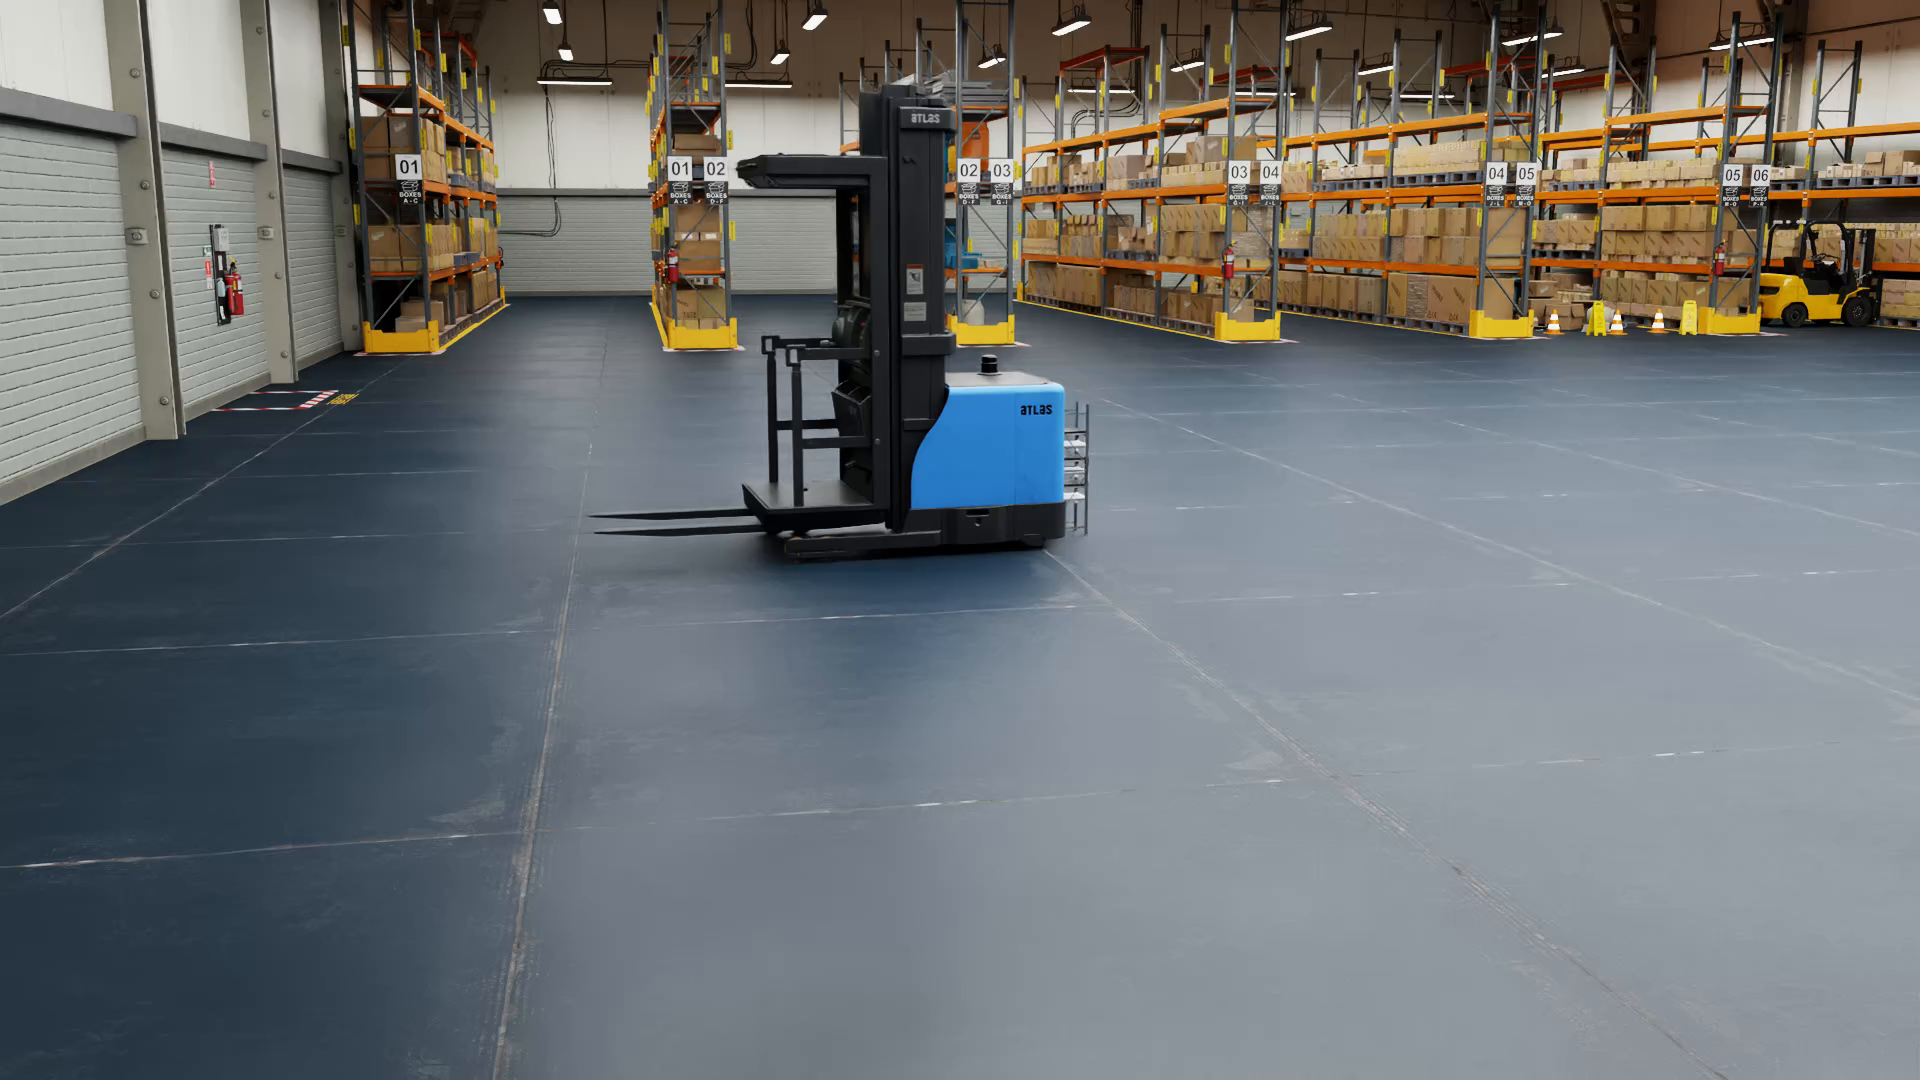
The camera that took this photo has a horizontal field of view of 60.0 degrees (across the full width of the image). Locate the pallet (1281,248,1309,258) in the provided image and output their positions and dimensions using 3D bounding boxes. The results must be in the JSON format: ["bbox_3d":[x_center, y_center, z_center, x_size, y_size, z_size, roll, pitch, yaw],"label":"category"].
[{"bbox_3d":[8.376,-6.807,39.452,1.213,0.211,1.003,-2,11,-11],"label":"pallet"}]

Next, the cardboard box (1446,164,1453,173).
[{"bbox_3d":[9.580,-7.148,31.990,0.380,0.149,0.250,-2,11,-12],"label":"cardboard box"}]

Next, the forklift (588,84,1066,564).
[{"bbox_3d":[-0.882,-1.401,10.719,3.031,2.935,1.130,-3,11,-15],"label":"forklift"}]

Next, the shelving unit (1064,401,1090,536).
[{"bbox_3d":[0.724,-0.481,11.318,0.258,0.900,0.210,-3,11,-16],"label":"shelving unit"}]

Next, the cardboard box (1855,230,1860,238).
[{"bbox_3d":[19.126,-6.485,35.242,0.380,0.149,0.250,-2,11,-13],"label":"cardboard box"}]

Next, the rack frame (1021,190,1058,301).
[{"bbox_3d":[2.179,-8.080,45.626,1.000,3.000,0.127,-2,11,-11],"label":"rack frame"}]

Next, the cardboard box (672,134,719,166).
[{"bbox_3d":[-4.535,-6.691,28.531,0.797,0.503,0.637,-1,11,-7],"label":"cardboard box"}]

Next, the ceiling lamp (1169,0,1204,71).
[{"bbox_3d":[5.822,-13.108,40.387,0.800,3.185,2.000,-2,11,-11],"label":"ceiling lamp"}]

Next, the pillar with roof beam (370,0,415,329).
[{"bbox_3d":[-7.215,-8.906,33.921,9.100,9.000,0.548,-2,11,-11],"label":"pillar with roof beam"}]

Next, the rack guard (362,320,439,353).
[{"bbox_3d":[-9.301,-3.391,27.676,1.175,0.500,0.348,-2,11,-11],"label":"rack guard"}]

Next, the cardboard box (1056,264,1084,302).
[{"bbox_3d":[3.101,-6.392,41.318,1.225,0.875,0.875,-2,11,-11],"label":"cardboard box"}]

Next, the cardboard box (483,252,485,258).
[{"bbox_3d":[-11.204,-6.595,38.444,0.380,0.149,0.250,-2,11,-10],"label":"cardboard box"}]

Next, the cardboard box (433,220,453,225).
[{"bbox_3d":[-10.668,-6.536,34.333,0.380,0.149,0.250,-4,12,-21],"label":"cardboard box"}]

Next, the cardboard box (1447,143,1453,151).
[{"bbox_3d":[9.581,-7.540,31.916,0.380,0.149,0.250,-2,11,-11],"label":"cardboard box"}]

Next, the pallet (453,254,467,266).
[{"bbox_3d":[-10.070,-5.390,32.006,1.003,0.211,1.213,-2,11,-11],"label":"pallet"}]

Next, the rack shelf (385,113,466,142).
[{"bbox_3d":[-10.453,-8.103,32.694,1.077,0.370,4.000,-2,11,-11],"label":"rack shelf"}]

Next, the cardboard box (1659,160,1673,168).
[{"bbox_3d":[14.325,-7.579,33.511,0.380,0.149,0.250,-2,11,-10],"label":"cardboard box"}]

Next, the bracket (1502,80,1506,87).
[{"bbox_3d":[16.698,-13.927,50.676,0.235,0.232,0.430,-2,11,-11],"label":"bracket"}]

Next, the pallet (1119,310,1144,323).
[{"bbox_3d":[4.119,-4.876,36.251,1.003,0.211,1.213,-2,11,-11],"label":"pallet"}]

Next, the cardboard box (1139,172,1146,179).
[{"bbox_3d":[4.050,-7.784,35.552,0.380,0.166,0.250,-2,11,-13],"label":"cardboard box"}]

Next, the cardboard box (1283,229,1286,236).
[{"bbox_3d":[7.921,-7.366,39.832,0.380,0.149,0.250,-2,11,-9],"label":"cardboard box"}]

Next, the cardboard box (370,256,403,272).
[{"bbox_3d":[-9.567,-4.620,27.795,0.500,0.250,0.500,-2,11,-10],"label":"cardboard box"}]

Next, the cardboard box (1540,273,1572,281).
[{"bbox_3d":[16.922,-7.326,47.227,0.700,0.500,0.500,-2,11,-9],"label":"cardboard box"}]

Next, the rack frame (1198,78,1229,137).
[{"bbox_3d":[7.063,-11.189,45.915,1.000,3.000,0.127,-2,11,-11],"label":"rack frame"}]

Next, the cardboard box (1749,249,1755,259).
[{"bbox_3d":[18.577,-6.614,38.325,0.500,0.250,0.500,-2,11,-11],"label":"cardboard box"}]

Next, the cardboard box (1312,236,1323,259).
[{"bbox_3d":[8.442,-6.732,38.274,0.500,0.500,0.500,-2,11,-10],"label":"cardboard box"}]

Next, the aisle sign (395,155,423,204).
[{"bbox_3d":[-8.977,-5.880,27.114,0.394,0.787,0.004,-2,11,-11],"label":"aisle sign"}]

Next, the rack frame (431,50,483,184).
[{"bbox_3d":[-11.620,-9.753,38.371,1.000,3.000,0.127,-2,11,-11],"label":"rack frame"}]

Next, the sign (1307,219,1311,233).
[{"bbox_3d":[8.089,-7.283,38.554,0.100,0.325,0.005,-2,11,-11],"label":"sign"}]

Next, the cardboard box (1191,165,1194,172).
[{"bbox_3d":[4.648,-7.120,31.896,0.380,0.149,0.250,-2,11,-10],"label":"cardboard box"}]

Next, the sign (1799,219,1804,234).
[{"bbox_3d":[18.571,-6.929,36.694,0.100,0.325,0.005,-2,11,-11],"label":"sign"}]

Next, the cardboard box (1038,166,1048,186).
[{"bbox_3d":[2.472,-9.564,43.742,0.700,0.500,0.500,-3,11,-15],"label":"cardboard box"}]

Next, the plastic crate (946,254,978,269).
[{"bbox_3d":[0.041,-4.973,29.701,0.499,0.251,0.616,-2,11,-11],"label":"plastic crate"}]

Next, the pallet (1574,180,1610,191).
[{"bbox_3d":[14.218,-7.738,36.308,1.213,0.211,1.003,-2,11,-11],"label":"pallet"}]

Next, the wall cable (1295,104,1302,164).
[{"bbox_3d":[10.517,-12.420,52.386,0.463,3.000,0.029,-2,11,-11],"label":"wall cable"}]

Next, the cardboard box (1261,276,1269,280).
[{"bbox_3d":[7.832,-6.612,41.471,0.500,0.250,0.500,-2,11,-9],"label":"cardboard box"}]

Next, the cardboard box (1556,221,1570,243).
[{"bbox_3d":[13.726,-6.903,37.257,0.500,0.500,0.500,-2,11,-9],"label":"cardboard box"}]

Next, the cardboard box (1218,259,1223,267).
[{"bbox_3d":[4.985,-5.113,30.708,0.380,0.149,0.250,-2,11,-11],"label":"cardboard box"}]

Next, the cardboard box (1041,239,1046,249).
[{"bbox_3d":[2.411,-7.679,43.123,0.500,0.250,0.500,-2,11,-10],"label":"cardboard box"}]

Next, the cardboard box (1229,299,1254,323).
[{"bbox_3d":[5.185,-4.239,31.008,0.500,0.500,0.500,0,11,0],"label":"cardboard box"}]

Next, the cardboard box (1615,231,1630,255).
[{"bbox_3d":[14.166,-6.253,34.962,0.500,0.500,0.500,-2,11,-11],"label":"cardboard box"}]

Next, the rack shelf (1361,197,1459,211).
[{"bbox_3d":[12.288,-9.194,45.379,1.077,0.370,4.000,-2,11,-11],"label":"rack shelf"}]

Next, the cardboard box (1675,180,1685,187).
[{"bbox_3d":[14.490,-7.099,33.119,0.380,0.149,0.250,-2,11,-11],"label":"cardboard box"}]

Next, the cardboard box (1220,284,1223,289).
[{"bbox_3d":[7.227,-6.850,44.869,0.380,0.149,0.250,-2,11,-8],"label":"cardboard box"}]

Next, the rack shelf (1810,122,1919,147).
[{"bbox_3d":[19.490,-8.451,34.525,1.077,0.370,4.000,-2,11,-11],"label":"rack shelf"}]

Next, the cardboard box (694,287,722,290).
[{"bbox_3d":[-4.522,-4.299,29.987,0.500,0.500,0.500,-2,11,-11],"label":"cardboard box"}]

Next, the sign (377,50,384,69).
[{"bbox_3d":[-10.607,-8.801,30.449,0.100,0.325,0.005,-2,11,-11],"label":"sign"}]

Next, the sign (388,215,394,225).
[{"bbox_3d":[-10.607,-5.887,31.006,0.100,0.325,0.005,-2,11,-11],"label":"sign"}]

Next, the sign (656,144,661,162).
[{"bbox_3d":[-5.736,-7.380,31.702,0.100,0.325,0.005,-2,11,-11],"label":"sign"}]

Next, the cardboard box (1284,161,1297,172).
[{"bbox_3d":[8.016,-8.973,39.982,0.396,0.266,0.258,-2,11,-11],"label":"cardboard box"}]
